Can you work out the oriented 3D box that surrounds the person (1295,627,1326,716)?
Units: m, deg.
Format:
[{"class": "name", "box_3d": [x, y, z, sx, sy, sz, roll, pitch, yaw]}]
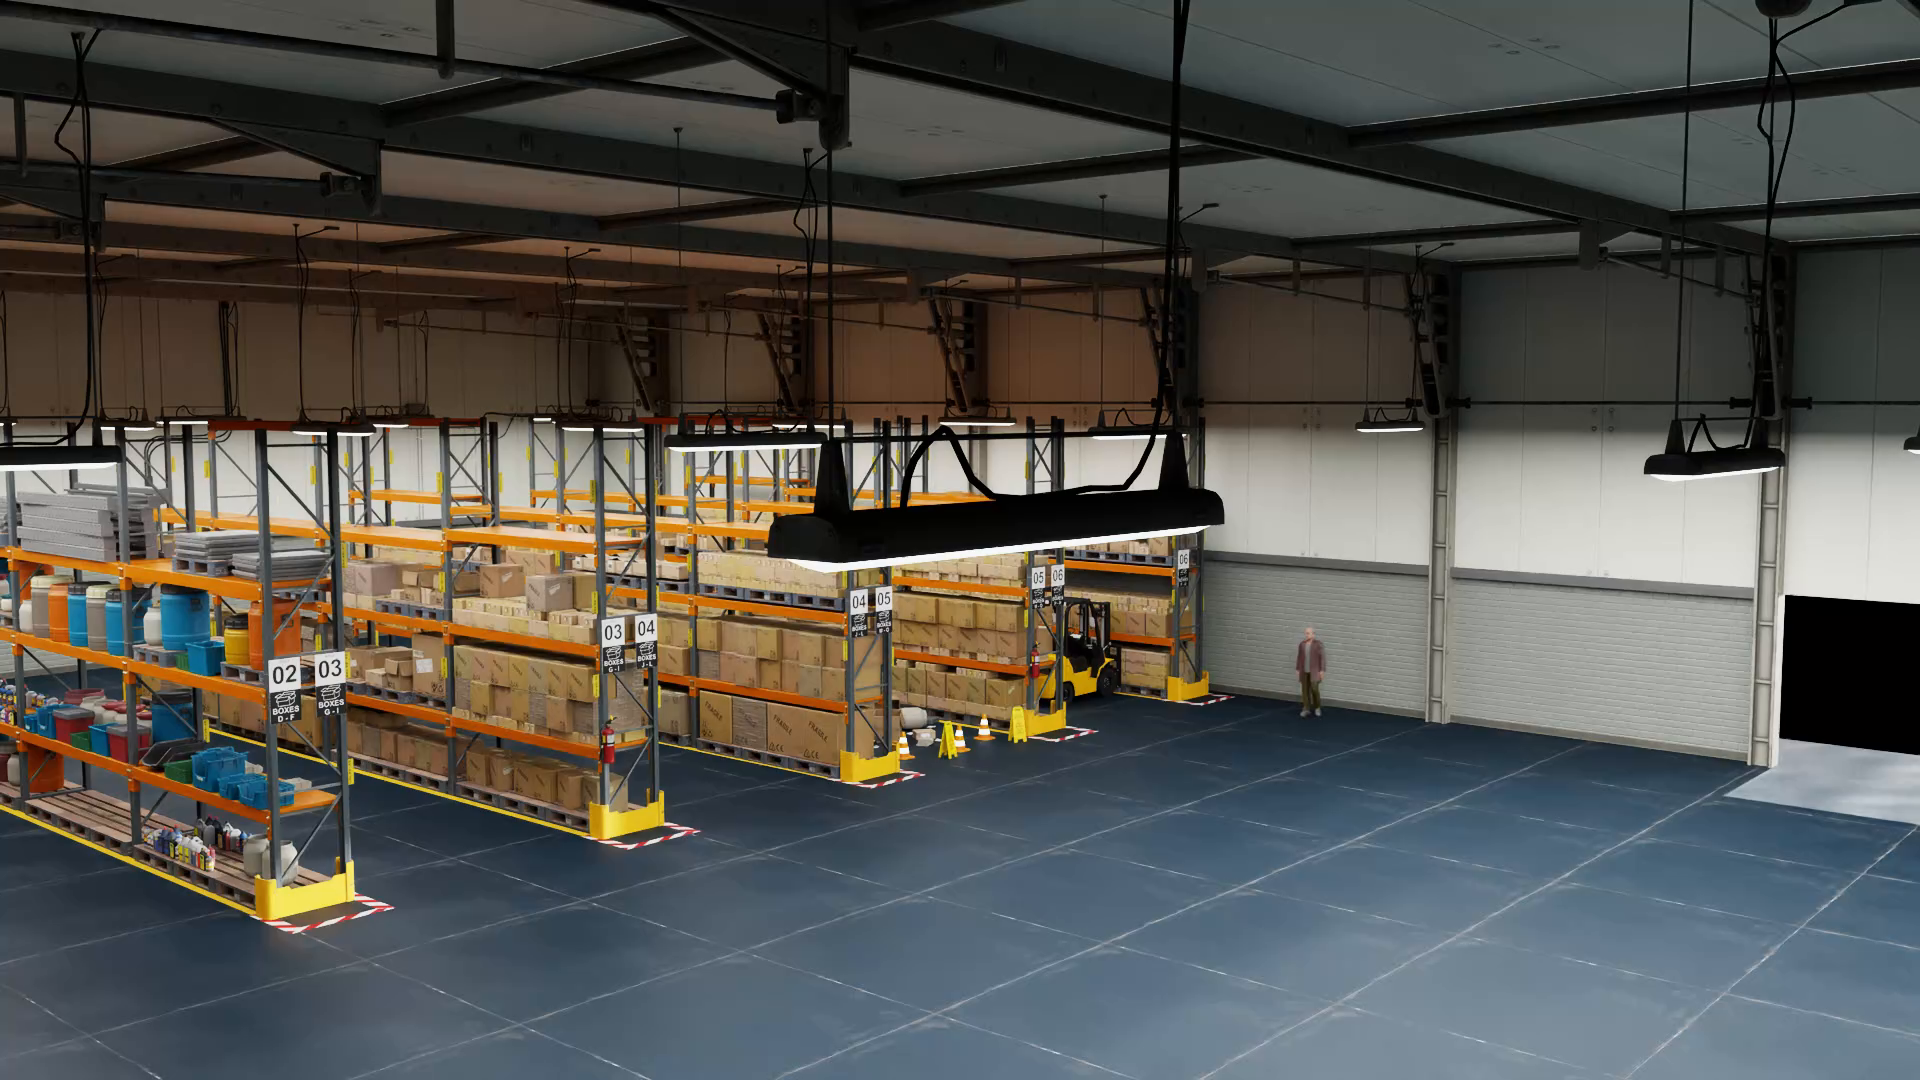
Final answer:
[{"class": "person", "box_3d": [7.053, 2.652, 33.492, 0.635, 1.781, 0.482, 4, 6, 40]}]
